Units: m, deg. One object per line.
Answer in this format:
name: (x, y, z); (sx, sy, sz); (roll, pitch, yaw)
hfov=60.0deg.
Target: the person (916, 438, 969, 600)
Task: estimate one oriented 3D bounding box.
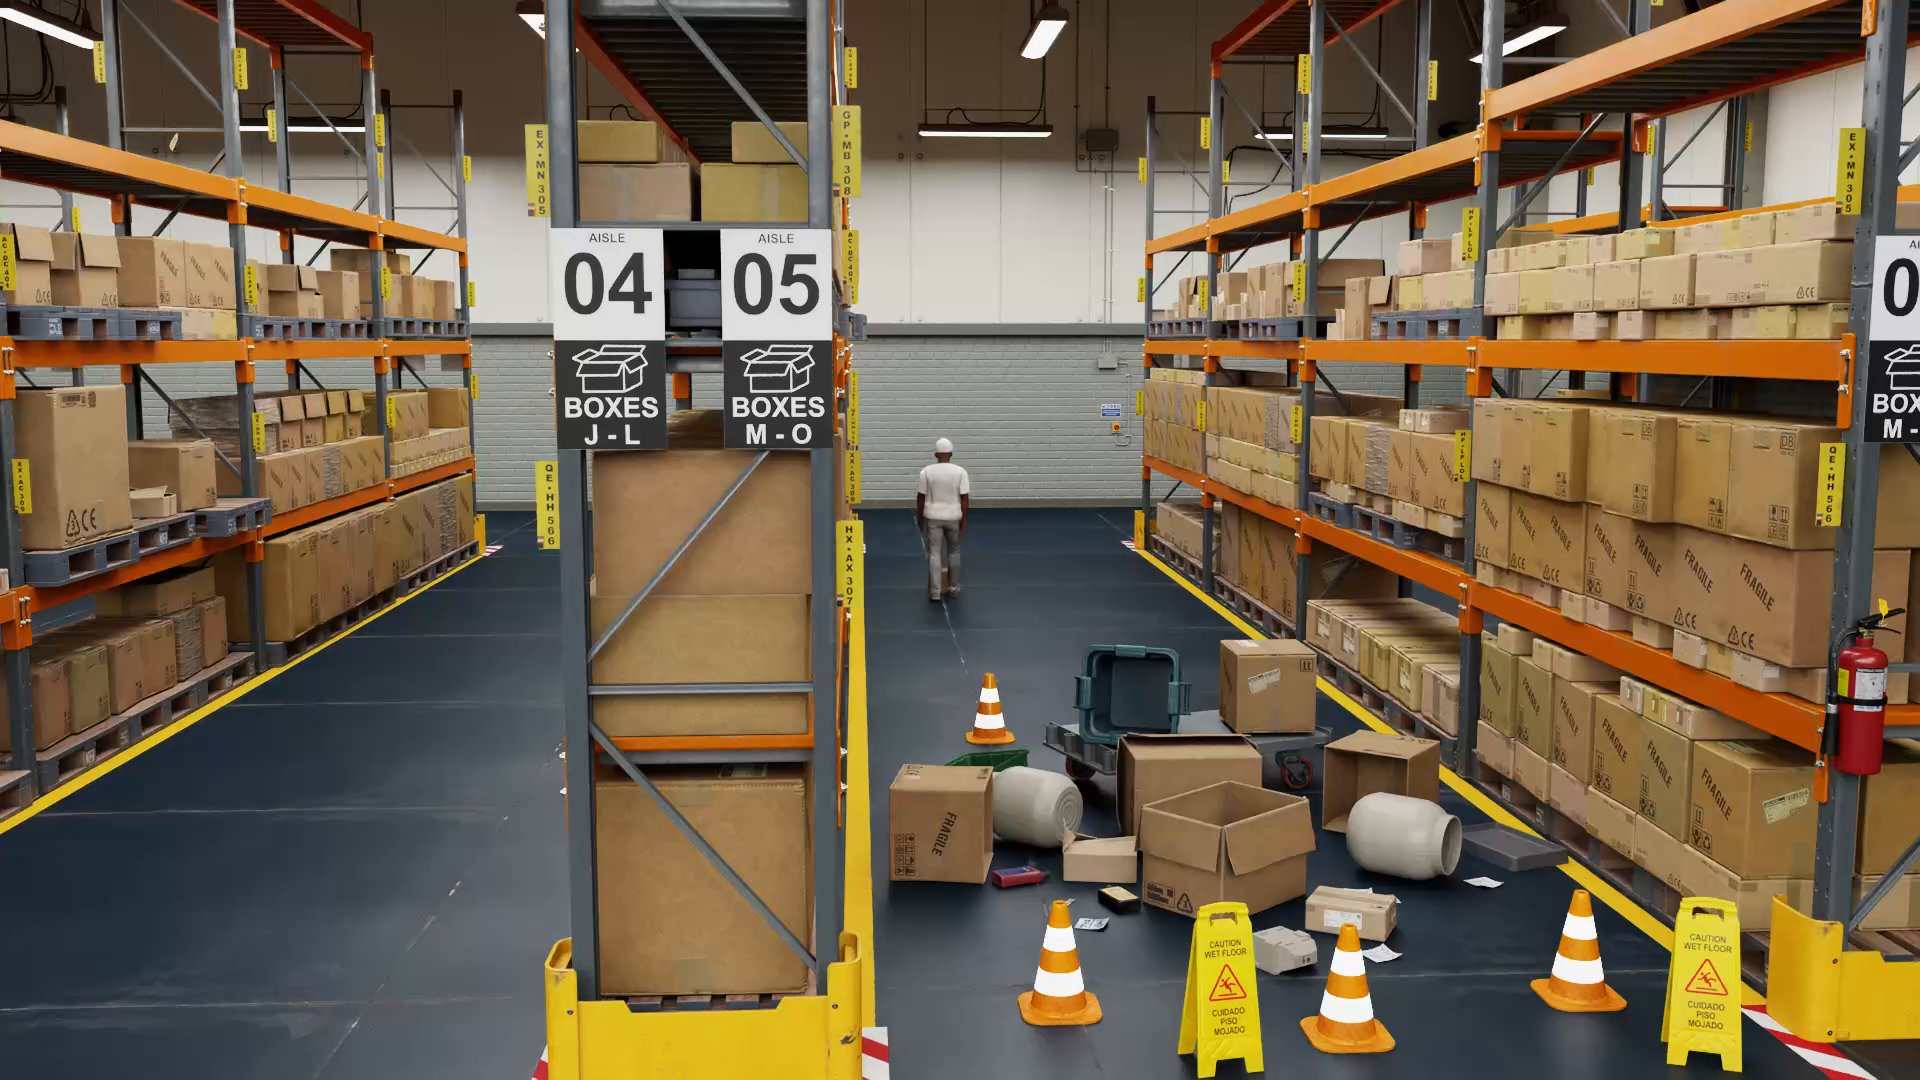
person: (-0.191, -0.234, 18.186); (0.571, 1.765, 0.578); (0, 7, -3)
